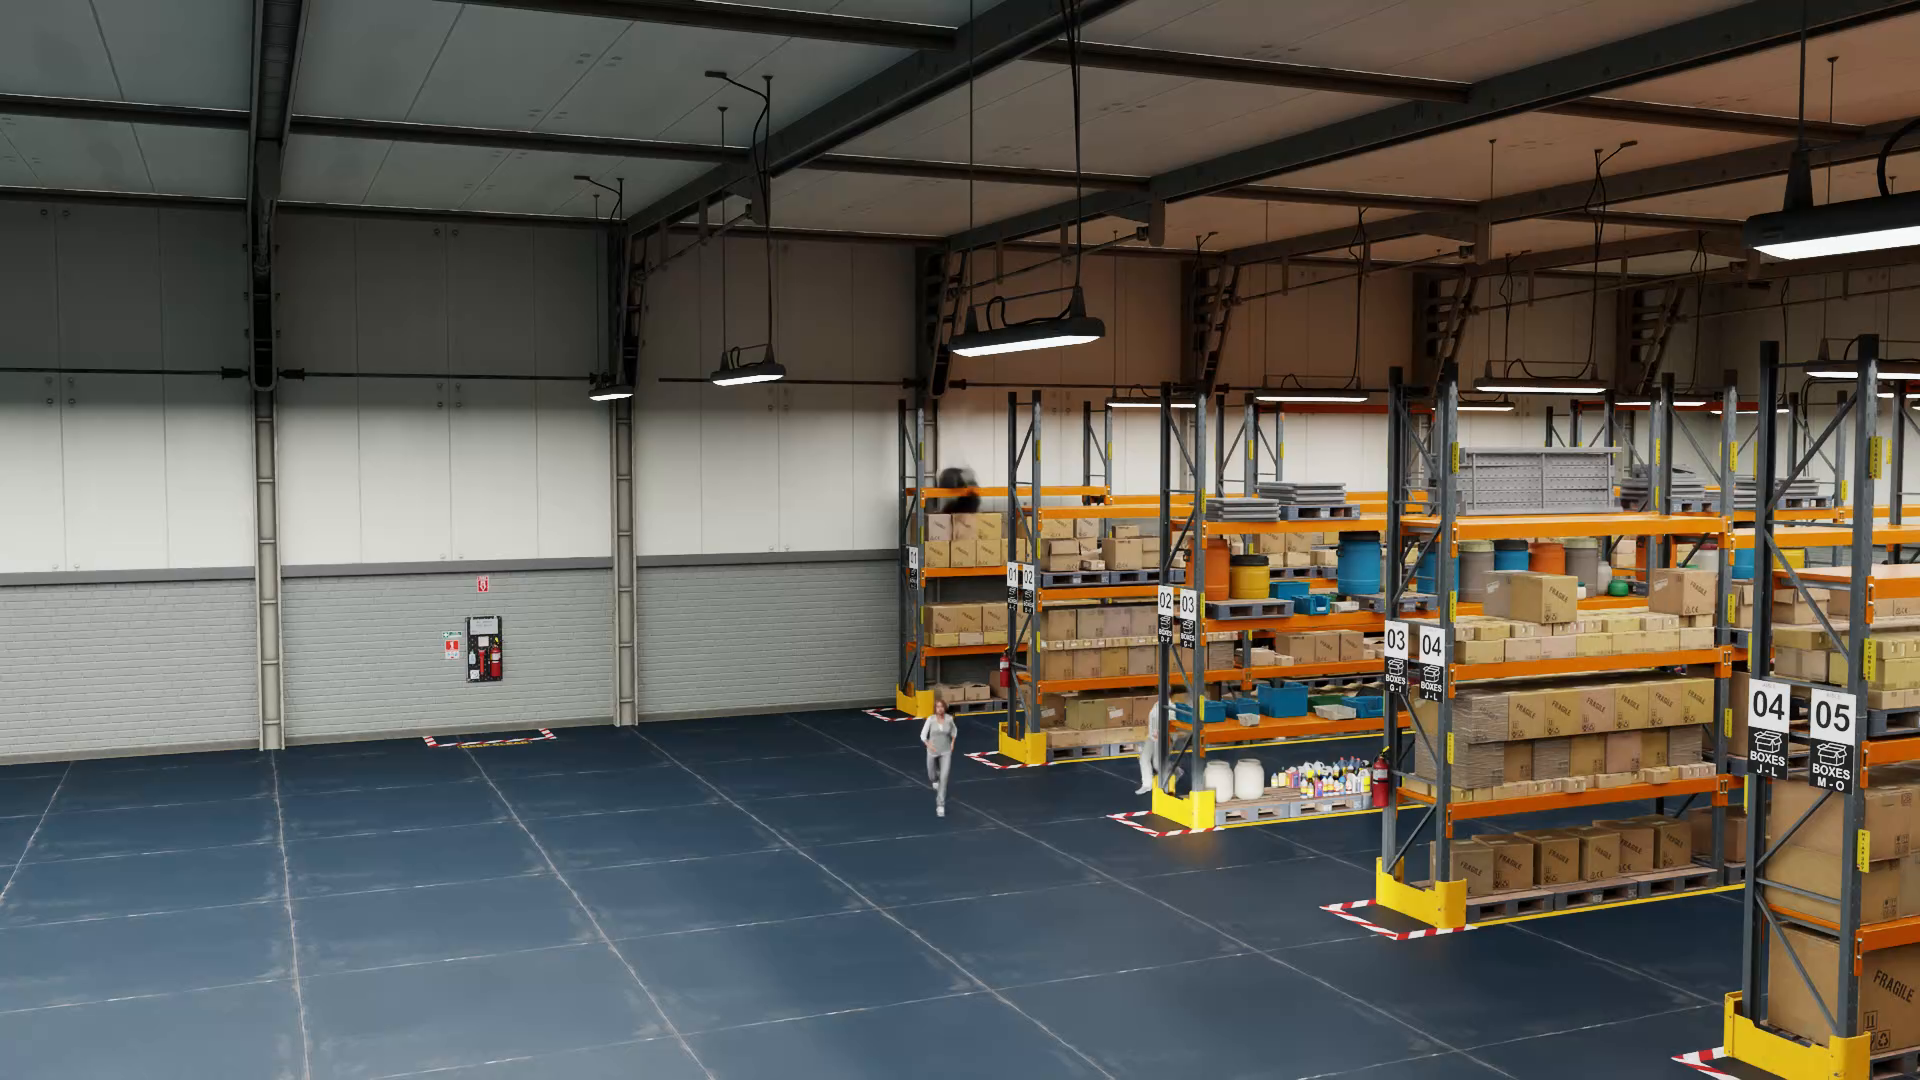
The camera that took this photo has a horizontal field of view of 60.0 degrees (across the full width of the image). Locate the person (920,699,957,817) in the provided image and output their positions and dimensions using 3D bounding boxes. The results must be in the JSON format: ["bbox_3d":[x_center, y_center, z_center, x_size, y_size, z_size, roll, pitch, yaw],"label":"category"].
[{"bbox_3d":[-0.297,3.024,23.397,0.516,1.585,0.990,0,3,2],"label":"person"}]

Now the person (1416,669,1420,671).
[{"bbox_3d":[9.208,2.373,33.202,0.738,1.720,0.650,-2,4,-28],"label":"person"}]

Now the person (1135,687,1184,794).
[{"bbox_3d":[3.004,2.938,24.461,0.735,1.637,0.646,-2,4,-30],"label":"person"}]
